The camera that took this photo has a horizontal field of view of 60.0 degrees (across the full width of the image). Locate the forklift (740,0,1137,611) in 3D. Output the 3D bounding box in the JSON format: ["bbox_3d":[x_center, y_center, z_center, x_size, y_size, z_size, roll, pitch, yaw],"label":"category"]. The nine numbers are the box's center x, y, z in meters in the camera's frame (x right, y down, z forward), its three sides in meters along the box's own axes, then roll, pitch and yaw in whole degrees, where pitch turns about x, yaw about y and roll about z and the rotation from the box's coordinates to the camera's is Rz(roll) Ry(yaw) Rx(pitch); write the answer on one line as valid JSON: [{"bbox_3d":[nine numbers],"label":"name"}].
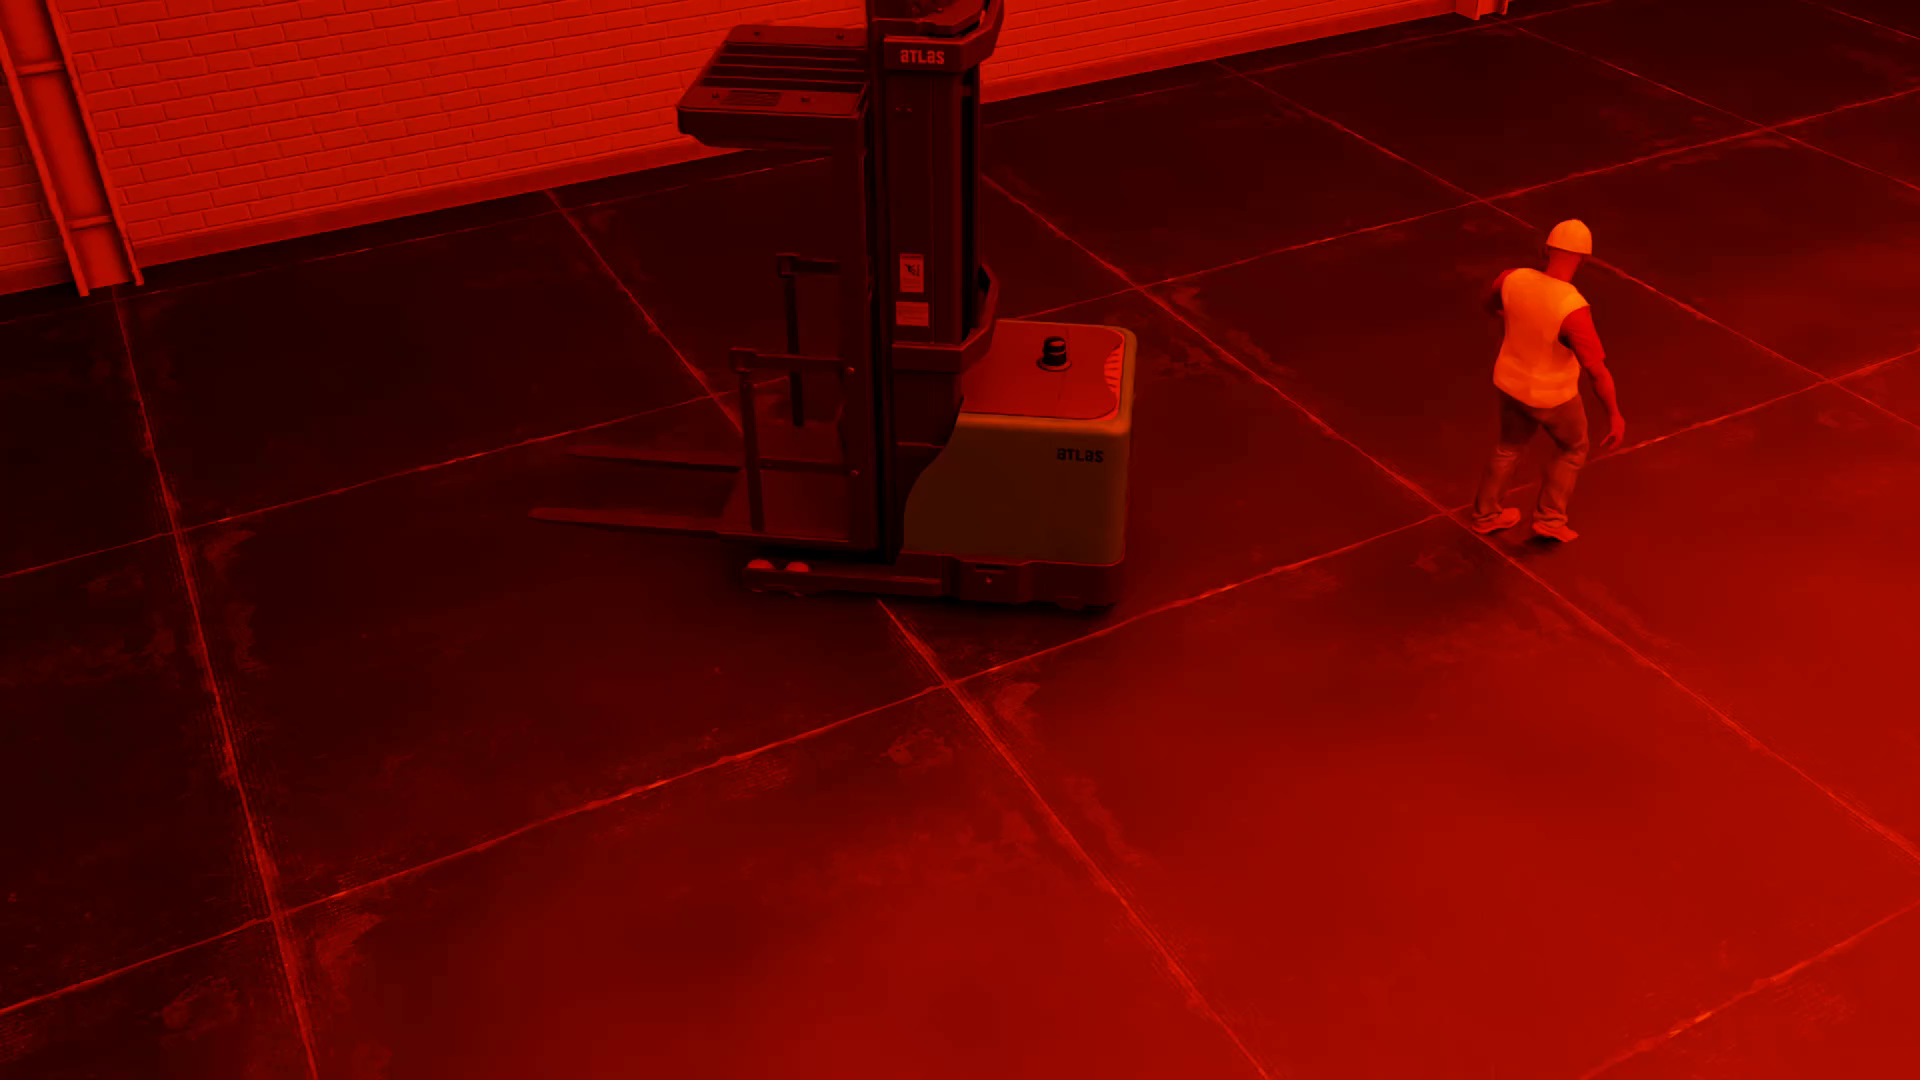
[{"bbox_3d":[-0.117,-1.143,7.817,1.939,2.843,1.129,4,35,6],"label":"forklift"}]

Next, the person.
[{"bbox_3d":[2.923,-0.761,8.272,0.529,1.792,1.004,-17,39,-22],"label":"person"}]
